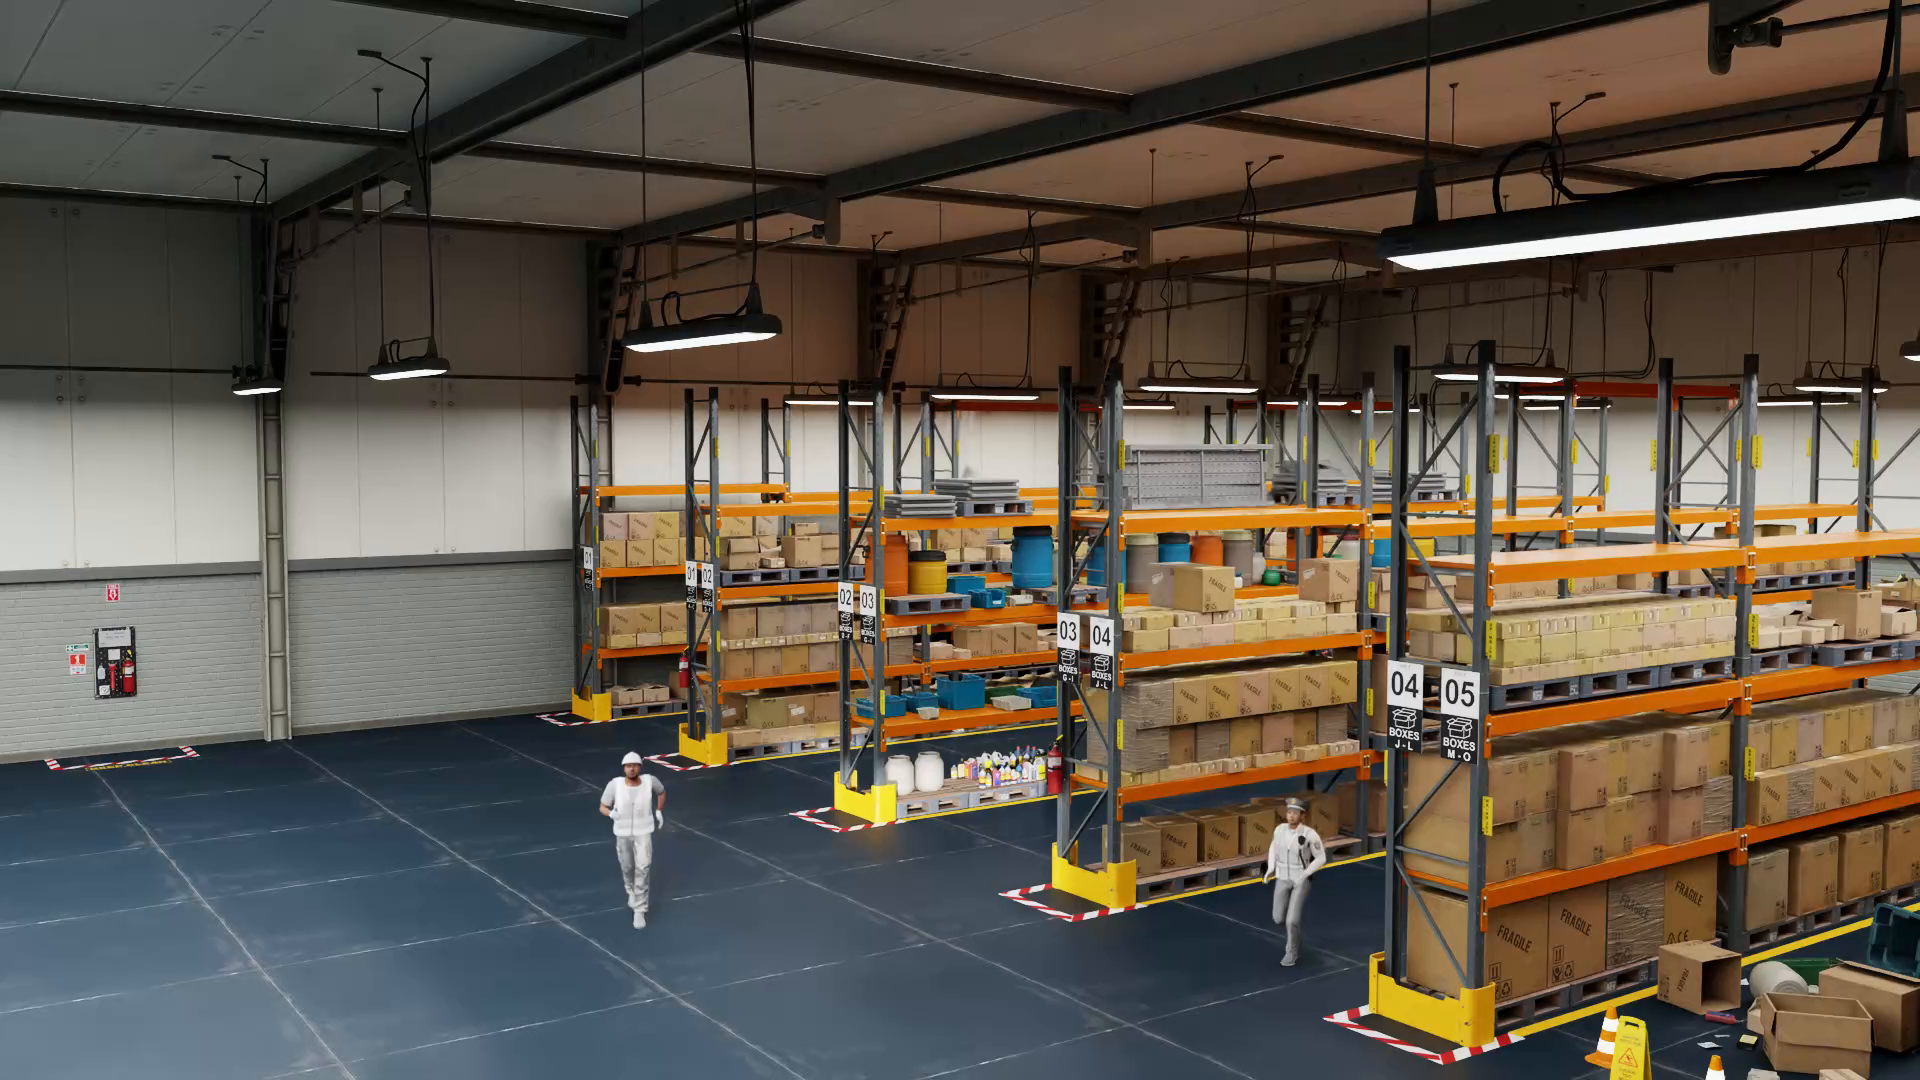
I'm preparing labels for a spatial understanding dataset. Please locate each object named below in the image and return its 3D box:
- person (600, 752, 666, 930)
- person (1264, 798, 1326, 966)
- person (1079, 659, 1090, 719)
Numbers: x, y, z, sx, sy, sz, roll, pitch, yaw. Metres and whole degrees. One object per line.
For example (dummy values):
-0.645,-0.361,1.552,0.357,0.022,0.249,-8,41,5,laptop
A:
-3.524,3.171,17.878,0.677,1.803,0.949,0,3,-5,person
3.321,3.357,16.471,0.619,1.657,0.551,2,4,33,person
2.232,2.667,28.406,0.650,1.604,0.567,-3,4,-39,person
